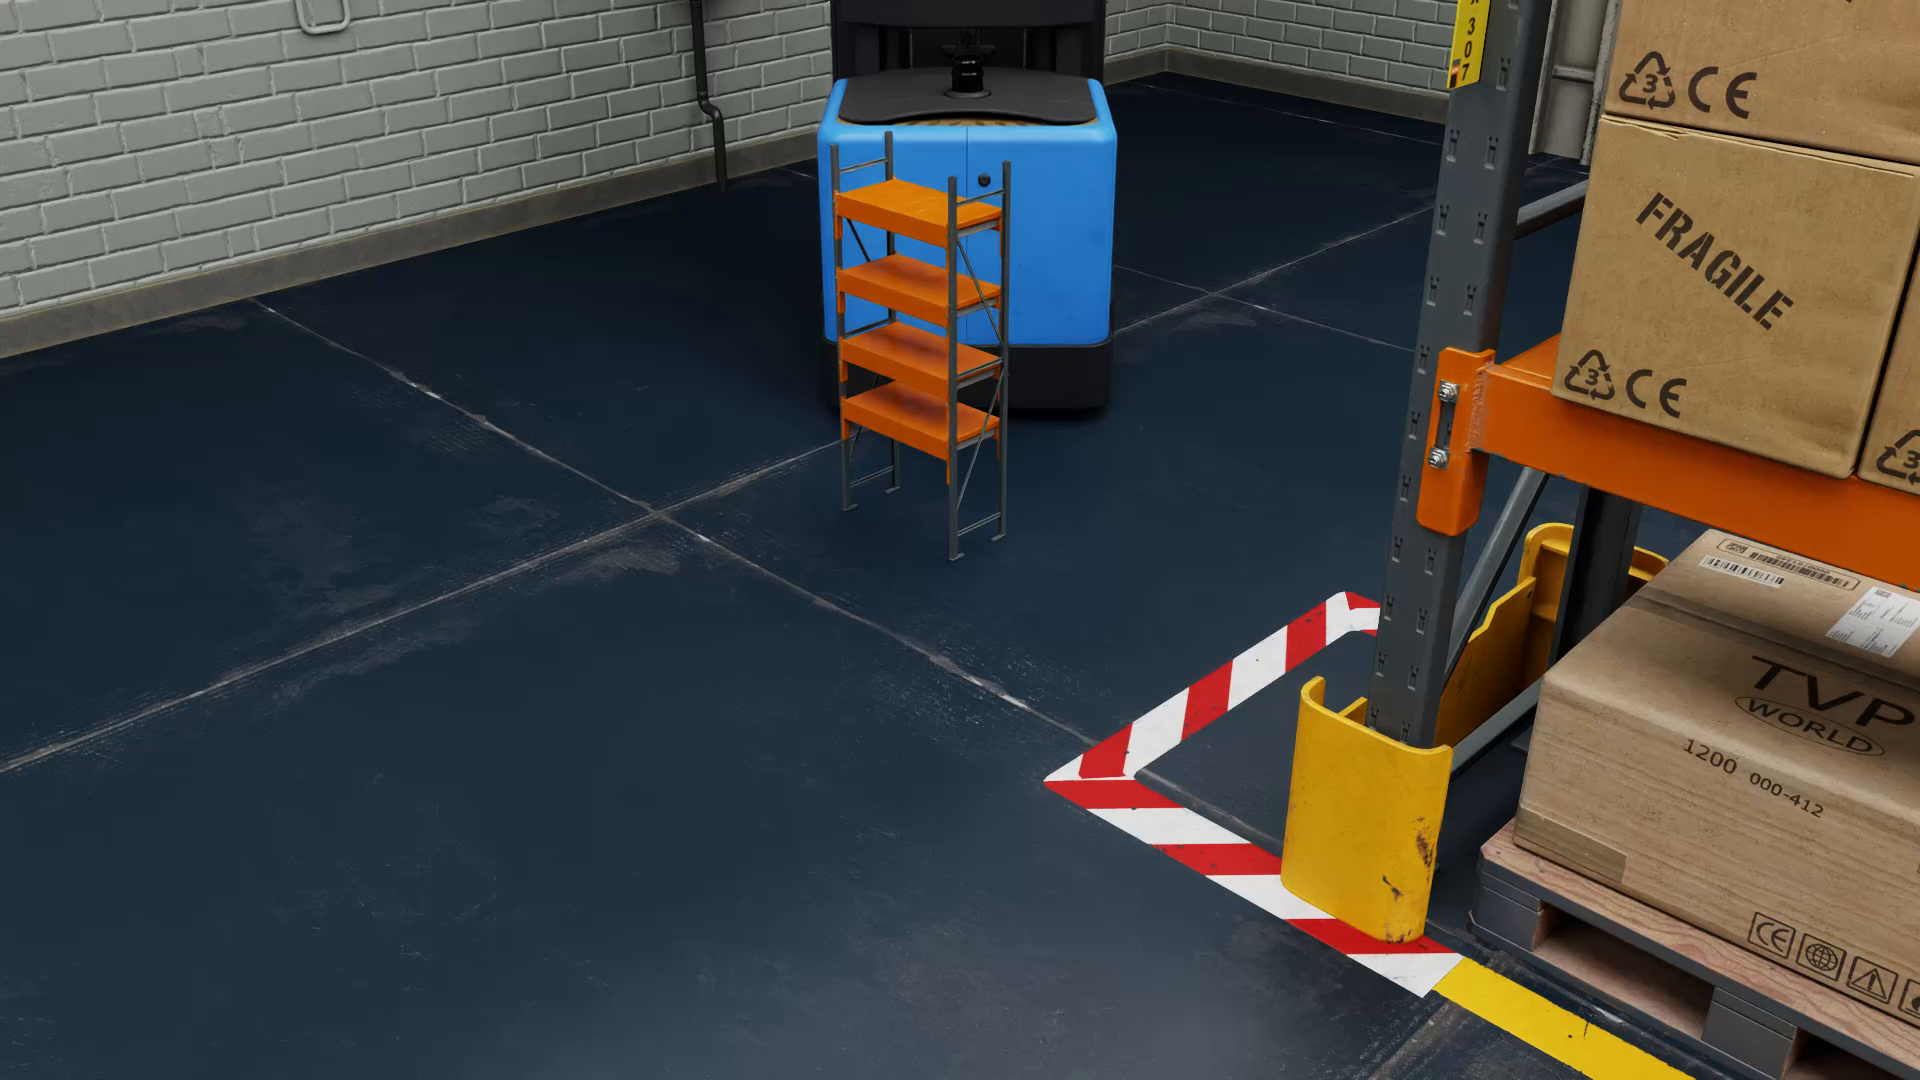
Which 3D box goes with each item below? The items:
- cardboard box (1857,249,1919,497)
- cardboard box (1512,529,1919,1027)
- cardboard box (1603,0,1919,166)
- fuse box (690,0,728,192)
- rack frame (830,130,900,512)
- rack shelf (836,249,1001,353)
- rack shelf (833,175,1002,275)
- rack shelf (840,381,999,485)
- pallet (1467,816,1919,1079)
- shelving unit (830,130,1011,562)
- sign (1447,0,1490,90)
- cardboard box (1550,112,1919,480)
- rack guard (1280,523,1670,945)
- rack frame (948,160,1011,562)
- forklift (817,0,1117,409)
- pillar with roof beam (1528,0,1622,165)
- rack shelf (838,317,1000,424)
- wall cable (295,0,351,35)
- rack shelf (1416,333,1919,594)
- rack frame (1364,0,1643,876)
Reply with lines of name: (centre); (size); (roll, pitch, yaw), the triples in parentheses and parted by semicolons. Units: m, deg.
cardboard box: (1.772, -0.320, 2.529); (0.500, 0.500, 0.500); (24, 36, 38)
cardboard box: (1.791, 0.447, 3.479); (0.875, 0.438, 0.875); (23, 36, 37)
cardboard box: (1.393, -0.919, 2.594); (0.500, 0.500, 0.500); (24, 36, 37)
fuse box: (-1.210, -2.595, 8.347); (0.414, 1.711, 0.539); (25, 36, 38)
rack frame: (-0.292, -0.665, 5.225); (0.015, 1.200, 0.240); (25, 36, 38)
rack shelf: (-0.118, -0.724, 5.001); (0.480, 0.148, 0.258); (25, 36, 38)
rack shelf: (-0.118, -0.933, 4.891); (0.480, 0.148, 0.258); (25, 36, 38)
rack shelf: (-0.118, -0.350, 5.197); (0.480, 0.148, 0.258); (25, 36, 38)
pallet: (1.876, 0.786, 3.529); (1.213, 0.211, 1.003); (25, 36, 38)
shelving unit: (-0.118, -0.585, 5.073); (0.503, 1.200, 0.258); (25, 36, 38)
sign: (0.857, -0.920, 2.761); (0.005, 0.325, 0.100); (25, 36, 38)
cardboard box: (1.392, -0.476, 2.825); (0.500, 0.500, 0.500); (24, 36, 38)
rack guard: (1.234, 0.415, 3.924); (0.348, 0.500, 1.175); (25, 36, 38)
rack frame: (0.056, -0.505, 4.922); (0.015, 1.200, 0.240); (25, 36, 38)
forklift: (0.033, -2.413, 6.689); (1.130, 2.935, 3.031); (0, 28, 0)
pillar with roof beam: (0.419, -4.738, 4.591); (0.400, 9.000, 9.100); (25, 36, 38)
rack shelf: (-0.118, -0.526, 5.105); (0.480, 0.148, 0.258); (25, 36, 38)
wall cable: (-2.786, -2.979, 6.568); (0.123, 1.953, 0.585); (25, 36, 38)
rack shelf: (2.677, 0.287, 2.254); (4.000, 0.370, 1.077); (25, 36, 38)
rack frame: (1.251, -0.684, 3.327); (0.127, 3.000, 1.000); (25, 36, 38)
